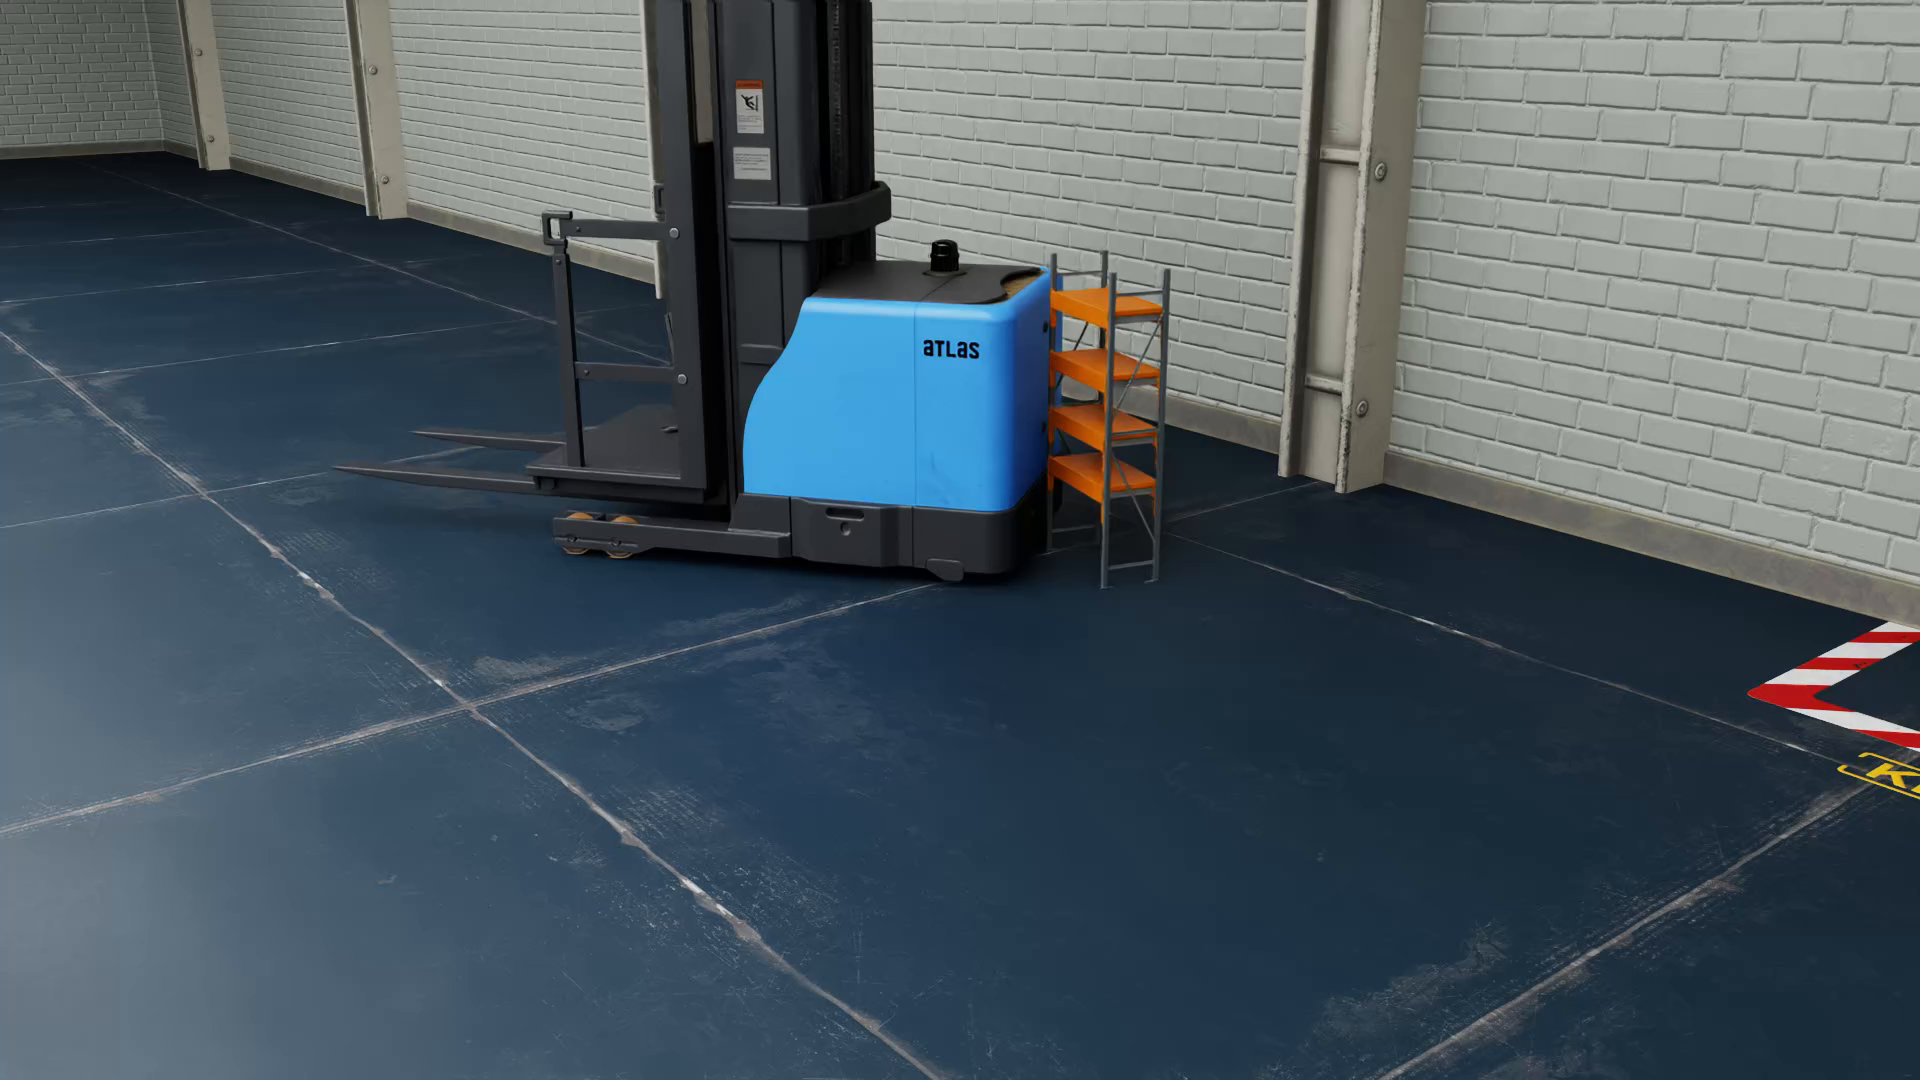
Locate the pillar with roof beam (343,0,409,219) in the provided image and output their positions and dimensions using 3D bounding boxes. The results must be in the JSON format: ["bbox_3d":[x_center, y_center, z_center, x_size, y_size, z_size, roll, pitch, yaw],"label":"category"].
[{"bbox_3d":[-9.098,-6.676,12.709,9.100,9.000,0.400,-14,23,-36],"label":"pillar with roof beam"}]

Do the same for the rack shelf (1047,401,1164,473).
[{"bbox_3d":[0.553,-0.402,6.383,0.258,0.148,0.480,-7,20,-21],"label":"rack shelf"}]

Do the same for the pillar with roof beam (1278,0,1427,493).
[{"bbox_3d":[-1.647,-3.719,3.779,9.100,9.000,0.400,-14,23,-36],"label":"pillar with roof beam"}]

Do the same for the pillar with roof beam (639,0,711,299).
[{"bbox_3d":[-5.373,-5.198,8.244,9.100,9.000,0.400,-14,23,-36],"label":"pillar with roof beam"}]

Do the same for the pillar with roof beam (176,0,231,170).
[{"bbox_3d":[-12.823,-8.155,17.173,9.100,9.000,0.400,-14,23,-36],"label":"pillar with roof beam"}]

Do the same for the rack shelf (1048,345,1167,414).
[{"bbox_3d":[0.553,-0.615,6.313,0.258,0.148,0.480,-7,20,-21],"label":"rack shelf"}]

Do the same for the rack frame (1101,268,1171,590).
[{"bbox_3d":[0.646,-0.395,6.148,0.240,1.200,0.015,-7,20,-21],"label":"rack frame"}]

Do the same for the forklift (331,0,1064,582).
[{"bbox_3d":[-1.138,-1.470,6.639,3.031,2.935,1.130,5,19,14],"label":"forklift"}]

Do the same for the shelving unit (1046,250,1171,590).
[{"bbox_3d":[0.553,-0.466,6.362,0.258,1.200,0.503,-7,20,-21],"label":"shelving unit"}]

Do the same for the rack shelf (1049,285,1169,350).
[{"bbox_3d":[0.553,-0.839,6.238,0.258,0.148,0.480,-7,20,-21],"label":"rack shelf"}]

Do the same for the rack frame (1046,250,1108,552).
[{"bbox_3d":[0.460,-0.537,6.576,0.240,1.200,0.015,-7,20,-21],"label":"rack frame"}]

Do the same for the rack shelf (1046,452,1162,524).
[{"bbox_3d":[0.553,-0.214,6.446,0.258,0.148,0.480,-7,20,-21],"label":"rack shelf"}]
